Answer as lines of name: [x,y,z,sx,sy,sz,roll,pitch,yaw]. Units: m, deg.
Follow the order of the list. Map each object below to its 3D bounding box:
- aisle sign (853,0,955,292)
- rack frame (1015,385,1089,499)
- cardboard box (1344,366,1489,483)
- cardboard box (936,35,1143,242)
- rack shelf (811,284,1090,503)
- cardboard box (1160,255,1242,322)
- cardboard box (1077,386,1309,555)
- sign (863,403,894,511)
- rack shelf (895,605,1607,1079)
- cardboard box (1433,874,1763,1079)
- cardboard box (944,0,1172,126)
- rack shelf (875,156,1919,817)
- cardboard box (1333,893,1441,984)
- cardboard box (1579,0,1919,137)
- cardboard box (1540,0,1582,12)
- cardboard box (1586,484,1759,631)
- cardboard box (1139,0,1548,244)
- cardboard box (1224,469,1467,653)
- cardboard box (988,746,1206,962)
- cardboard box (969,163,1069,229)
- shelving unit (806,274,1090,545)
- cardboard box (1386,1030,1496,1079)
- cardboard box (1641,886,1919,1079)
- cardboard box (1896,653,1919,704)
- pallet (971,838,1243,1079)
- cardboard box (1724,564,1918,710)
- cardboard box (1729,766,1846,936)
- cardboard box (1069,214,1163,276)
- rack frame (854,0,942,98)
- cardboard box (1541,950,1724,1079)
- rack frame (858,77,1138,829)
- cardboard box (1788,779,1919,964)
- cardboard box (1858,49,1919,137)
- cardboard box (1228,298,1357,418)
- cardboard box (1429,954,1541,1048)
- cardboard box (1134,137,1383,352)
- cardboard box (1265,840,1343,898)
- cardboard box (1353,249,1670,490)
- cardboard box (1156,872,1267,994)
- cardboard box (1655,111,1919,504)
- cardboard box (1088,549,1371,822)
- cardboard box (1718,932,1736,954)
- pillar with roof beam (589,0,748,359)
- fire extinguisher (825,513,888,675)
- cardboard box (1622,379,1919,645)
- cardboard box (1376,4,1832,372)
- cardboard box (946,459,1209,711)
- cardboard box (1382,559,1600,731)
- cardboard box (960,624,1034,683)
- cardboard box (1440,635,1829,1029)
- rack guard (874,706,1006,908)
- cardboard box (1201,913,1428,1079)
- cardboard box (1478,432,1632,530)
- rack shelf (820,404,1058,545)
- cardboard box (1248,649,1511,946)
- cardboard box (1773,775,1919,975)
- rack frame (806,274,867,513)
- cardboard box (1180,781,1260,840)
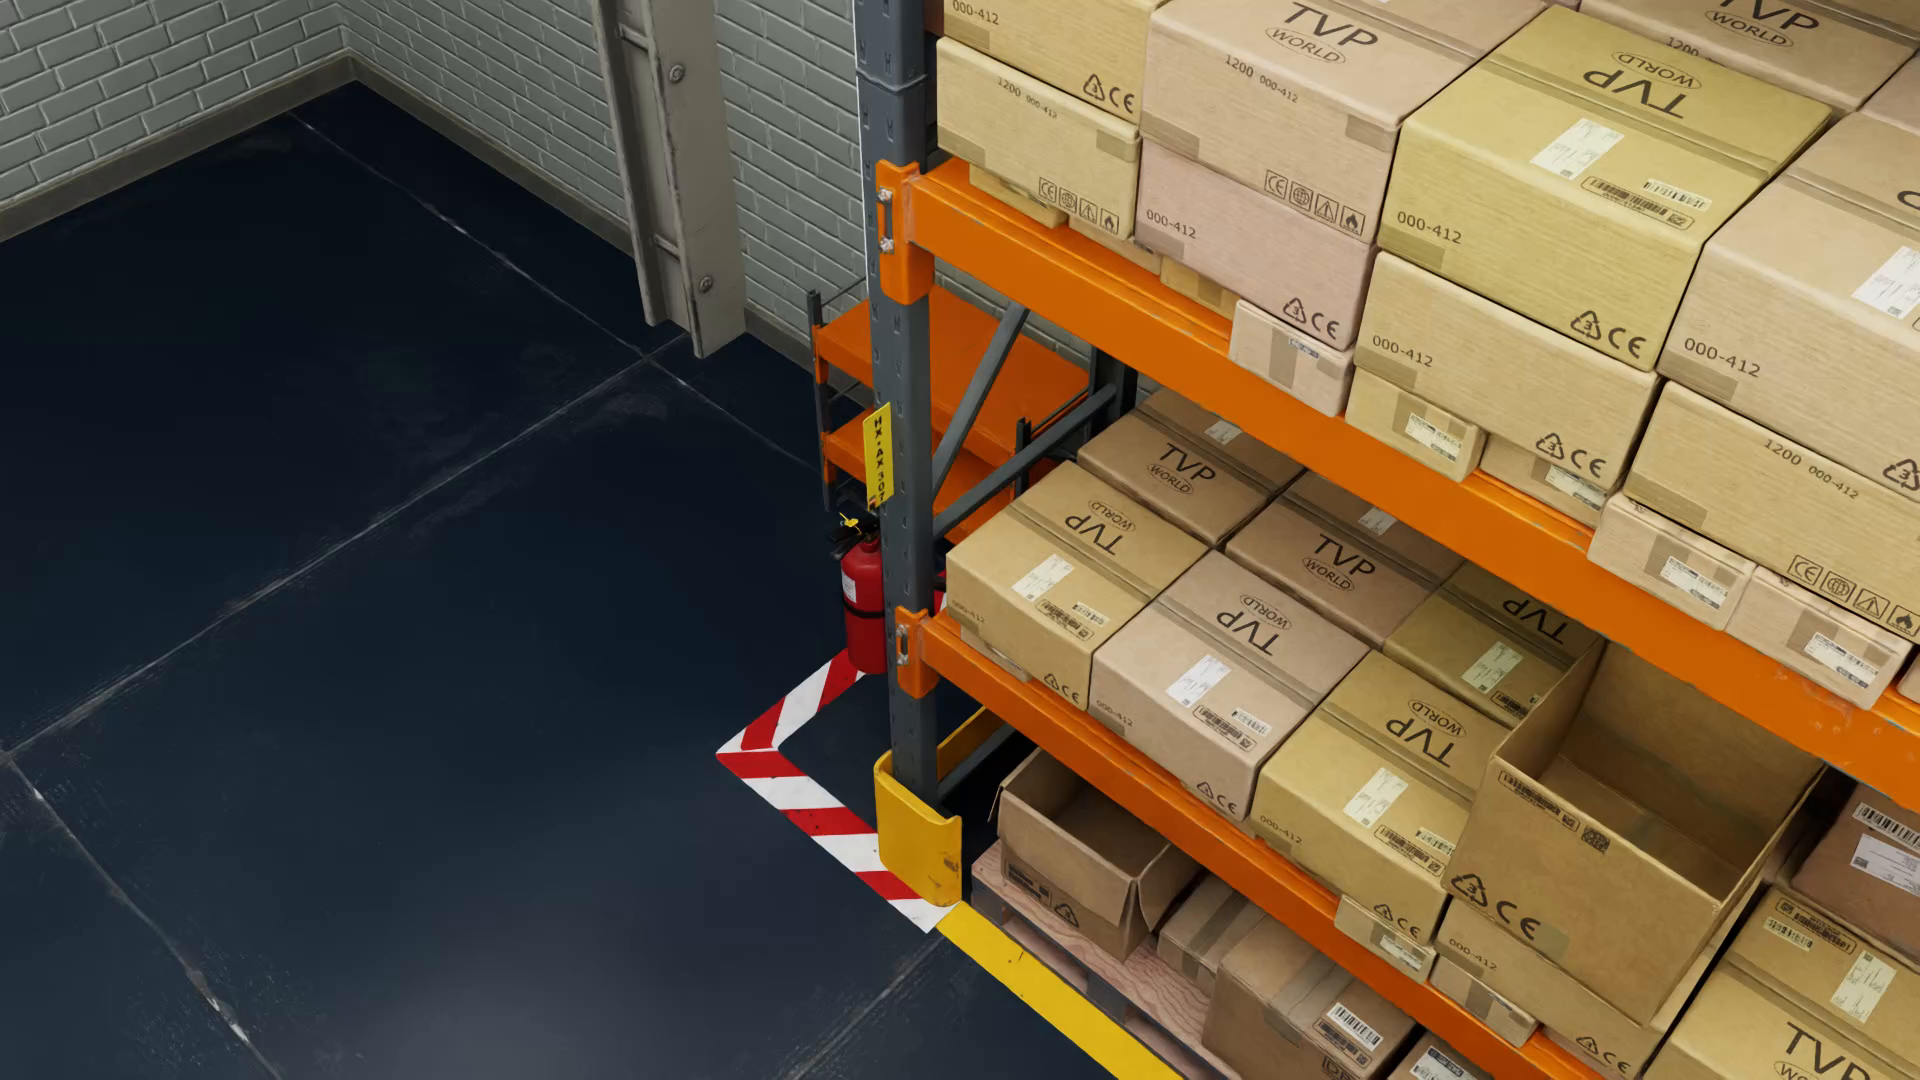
aisle sign: [-0.088,-0.973,3.823,0.004,0.787,0.394,34,55,28]
rack frame: [0.369,-0.137,6.107,0.032,1.125,0.500,34,55,28]
cardboard box: [0.935,-0.310,3.098,0.250,0.149,0.380,34,55,28]
cardboard box: [0.302,-0.918,3.396,0.500,0.250,0.500,33,55,27]
rack shelf: [-0.005,-0.588,6.129,1.000,0.278,0.538,34,55,28]
cardboard box: [0.625,-0.614,3.384,0.250,0.149,0.380,34,56,28]
cardboard box: [0.679,-0.172,4.753,0.500,0.250,0.500,36,56,29]
sign: [-0.207,-0.213,4.298,0.005,0.325,0.100,34,55,28]
rack shelf: [1.631,1.028,4.221,4.000,0.370,1.077,34,55,28]
cardboard box: [1.447,0.851,3.793,0.500,0.250,0.500,33,55,27]
cardboard box: [0.317,-1.101,3.225,0.500,0.250,0.500,33,55,27]
rack shelf: [1.631,0.001,3.127,4.000,0.370,1.077,34,55,28]
cardboard box: [1.129,0.852,4.065,0.250,0.149,0.380,32,55,27]
cardboard box: [1.444,-0.878,3.015,0.500,0.250,0.500,34,56,28]
cardboard box: [1.059,-1.128,3.249,0.500,0.250,0.500,32,55,27]
cardboard box: [1.298,-0.056,2.859,0.250,0.149,0.380,34,55,28]
cardboard box: [0.678,-0.840,2.979,0.500,0.250,0.500,34,55,27]
cardboard box: [1.057,0.083,4.513,0.500,0.250,0.500,34,55,28]
cardboard box: [0.546,0.857,5.312,0.637,0.503,0.797,32,54,26]
cardboard box: [0.237,-0.866,3.620,0.250,0.149,0.380,35,56,28]
shelving unit: [-0.005,-0.387,6.342,1.048,1.125,0.538,34,55,28]
cardboard box: [1.469,1.617,4.601,0.500,0.500,0.500,35,56,28]
cardboard box: [1.825,1.106,3.553,0.500,0.250,0.500,34,55,27]
cardboard box: [1.723,0.157,2.659,0.250,0.149,0.380,34,56,28]
pallet: [0.803,1.179,5.499,1.213,0.211,1.003,34,55,28]
cardboard box: [1.484,0.065,2.746,0.250,0.149,0.380,35,56,28]
cardboard box: [1.802,0.589,4.038,0.500,0.250,0.500,34,55,28]
cardboard box: [0.448,-0.750,3.511,0.250,0.149,0.380,35,56,28]
rack frame: [0.161,-2.260,2.700,0.127,3.000,1.000,34,55,28]
cardboard box: [1.573,1.062,3.868,0.250,0.149,0.380,34,55,28]
rack frame: [0.161,-0.207,4.887,0.127,3.000,1.000,34,55,28]
cardboard box: [2.186,0.585,3.528,0.500,0.500,0.500,32,55,27]
cardboard box: [1.794,-0.617,2.770,0.500,0.250,0.500,34,55,28]
cardboard box: [0.738,-0.436,3.216,0.250,0.149,0.380,35,56,28]
cardboard box: [1.337,0.971,3.953,0.250,0.149,0.380,35,56,28]
cardboard box: [0.689,-0.678,3.170,0.500,0.250,0.500,35,56,28]
cardboard box: [0.995,0.687,4.220,0.250,0.149,0.380,35,56,28]
cardboard box: [1.057,-0.418,2.927,0.500,0.250,0.500,32,55,27]
cardboard box: [0.832,1.209,5.225,0.250,0.149,0.380,32,54,26]
cardboard box: [1.437,-0.352,2.521,0.500,0.250,0.500,35,56,29]
cardboard box: [0.682,0.360,4.253,0.500,0.250,0.500,35,56,28]
cardboard box: [1.876,0.807,4.107,0.250,0.149,0.380,36,56,29]
pillar with roof beam: [-4.129,-1.770,2.239,0.400,9.000,9.100,34,55,28]
fire extinguisher: [-0.261,0.122,4.887,0.183,0.674,0.296,34,55,28]
cardboard box: [1.453,-0.175,2.698,0.500,0.250,0.500,33,55,27]
cardboard box: [1.056,-0.599,2.753,0.500,0.250,0.500,33,55,27]
cardboard box: [0.312,0.111,4.487,0.500,0.250,0.500,34,56,28]
cardboard box: [1.418,0.331,4.281,0.500,0.250,0.500,36,56,29]
cardboard box: [0.216,0.189,4.688,0.250,0.149,0.380,34,55,27]
cardboard box: [1.414,0.596,3.517,0.500,0.500,0.500,35,56,28]
rack guard: [0.217,0.686,5.763,0.348,0.500,1.175,34,55,28]
cardboard box: [1.148,1.302,4.897,0.700,0.500,0.500,-36,56,-29]
cardboard box: [1.159,-0.221,3.014,0.250,0.149,0.380,33,55,27]
rack shelf: [-0.005,-0.220,6.520,1.000,0.278,0.538,34,55,28]
cardboard box: [1.057,0.609,4.019,0.500,0.250,0.500,33,55,27]
cardboard box: [2.168,0.830,3.812,0.500,0.250,0.500,35,56,28]
rack frame: [-0.380,-0.638,6.577,0.032,1.125,0.500,34,55,28]
cardboard box: [0.796,0.559,4.340,0.250,0.149,0.380,36,56,29]
